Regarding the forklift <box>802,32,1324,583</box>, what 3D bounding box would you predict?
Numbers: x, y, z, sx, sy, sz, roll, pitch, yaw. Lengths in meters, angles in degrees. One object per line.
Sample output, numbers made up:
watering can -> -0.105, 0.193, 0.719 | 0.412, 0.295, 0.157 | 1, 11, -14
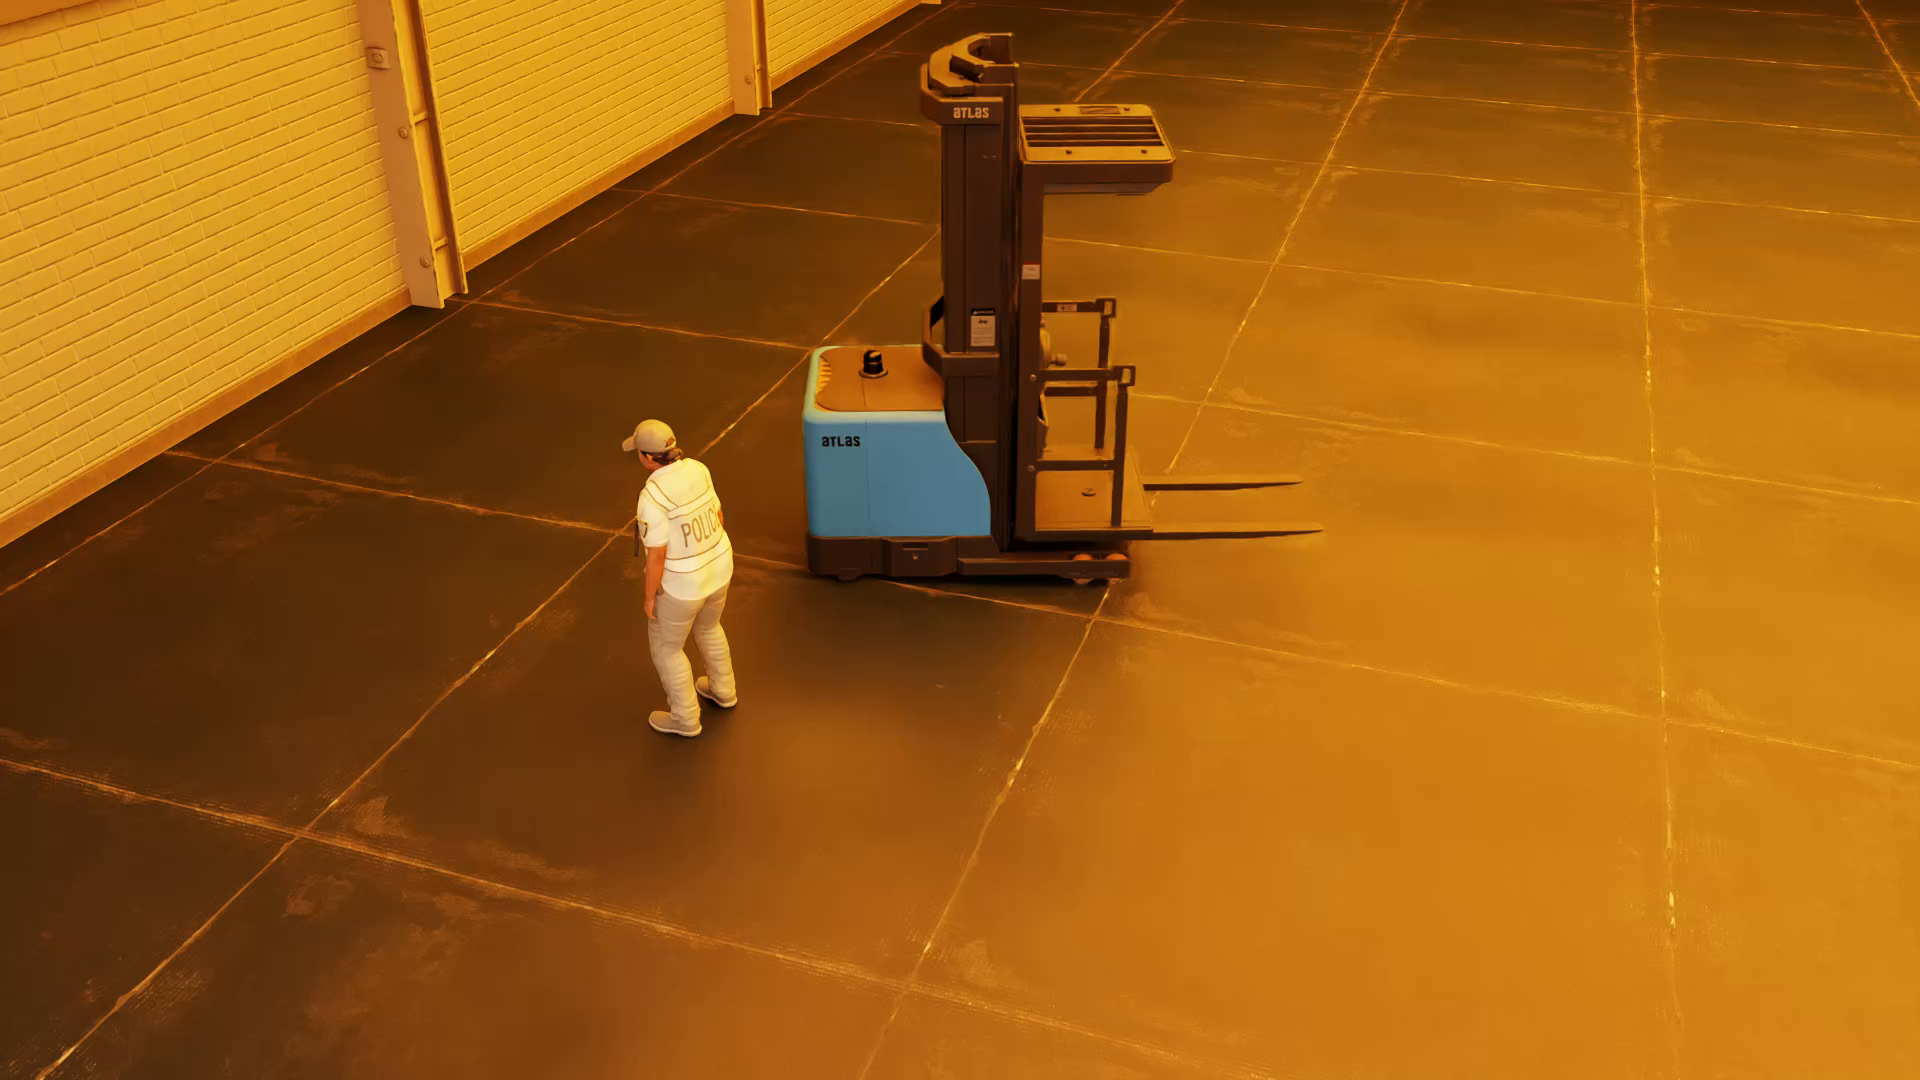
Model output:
forklift -> 0.615, -1.287, 9.395 | 3.031, 2.935, 1.130 | -1, 30, -1

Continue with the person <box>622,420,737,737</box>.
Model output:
person -> -1.358, 0.175, 8.110 | 0.470, 1.664, 0.548 | 18, 34, 28
